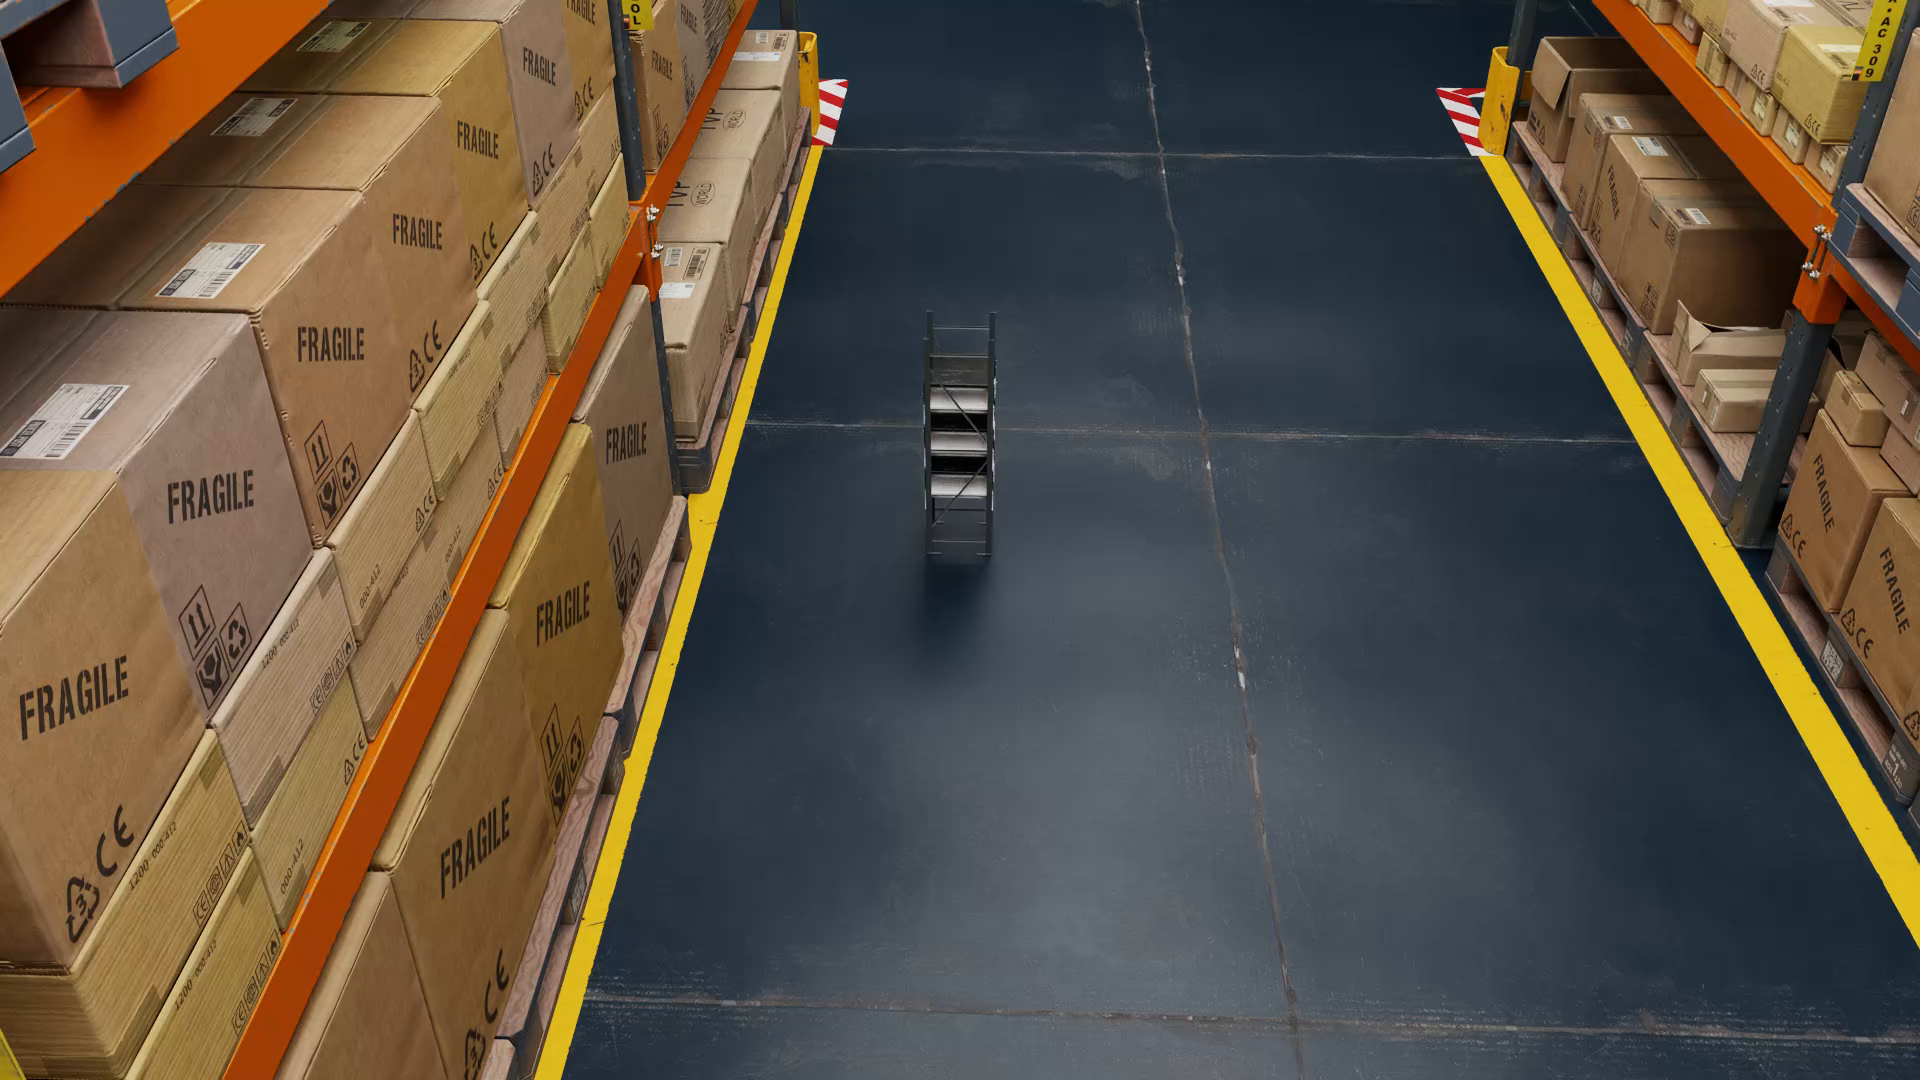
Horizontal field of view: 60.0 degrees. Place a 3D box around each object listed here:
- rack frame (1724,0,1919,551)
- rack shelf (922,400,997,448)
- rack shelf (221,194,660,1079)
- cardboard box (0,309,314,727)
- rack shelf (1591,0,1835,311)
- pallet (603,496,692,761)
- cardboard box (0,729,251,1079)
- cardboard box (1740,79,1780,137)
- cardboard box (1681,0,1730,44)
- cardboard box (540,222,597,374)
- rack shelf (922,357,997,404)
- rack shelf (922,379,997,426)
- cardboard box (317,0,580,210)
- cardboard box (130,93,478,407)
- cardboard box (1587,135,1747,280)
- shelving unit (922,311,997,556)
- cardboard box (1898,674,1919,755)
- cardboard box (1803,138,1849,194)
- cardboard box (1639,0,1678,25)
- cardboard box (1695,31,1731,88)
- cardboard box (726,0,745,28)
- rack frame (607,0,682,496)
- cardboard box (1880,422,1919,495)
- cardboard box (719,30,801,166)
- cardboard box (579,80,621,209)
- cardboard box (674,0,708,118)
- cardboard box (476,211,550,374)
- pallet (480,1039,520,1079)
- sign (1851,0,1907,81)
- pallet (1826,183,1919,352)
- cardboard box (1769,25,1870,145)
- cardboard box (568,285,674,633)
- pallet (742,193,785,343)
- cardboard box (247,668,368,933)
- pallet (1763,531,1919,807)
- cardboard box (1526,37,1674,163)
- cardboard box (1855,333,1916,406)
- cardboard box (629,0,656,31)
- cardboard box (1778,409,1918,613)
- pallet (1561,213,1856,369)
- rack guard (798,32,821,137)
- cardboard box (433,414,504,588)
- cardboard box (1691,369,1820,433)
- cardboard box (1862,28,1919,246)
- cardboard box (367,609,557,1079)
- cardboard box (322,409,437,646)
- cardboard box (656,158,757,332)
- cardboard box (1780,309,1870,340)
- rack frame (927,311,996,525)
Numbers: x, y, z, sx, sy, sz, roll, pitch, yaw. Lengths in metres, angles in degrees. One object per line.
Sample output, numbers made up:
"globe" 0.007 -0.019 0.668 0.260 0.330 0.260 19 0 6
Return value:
"rack frame" 3.392 -1.214 5.369 1.000 3.000 0.127 1 35 2
"rack shelf" 0.000 -0.419 5.965 0.258 0.077 0.200 1 35 2
"rack shelf" -1.648 0.117 4.101 1.077 0.370 4.000 1 35 2
"cardboard box" -1.454 -0.041 2.744 0.500 0.500 0.500 1 35 2
"rack shelf" 3.472 -2.069 7.211 1.077 0.370 4.000 1 35 2
"pallet" -1.524 0.259 5.698 1.003 0.211 1.213 1 35 2
"cardboard box" -1.462 0.543 2.565 0.500 0.250 0.500 1 35 2
"cardboard box" 3.127 -1.600 6.137 0.380 0.149 0.250 2 35 3
"cardboard box" 3.207 -2.147 6.568 0.500 0.250 0.500 1 35 2
"cardboard box" -1.356 -0.709 4.781 0.500 0.250 0.500 1 35 1
"rack shelf" 0.000 -0.566 5.862 0.258 0.077 0.200 1 35 2
"rack shelf" 0.000 -0.493 5.914 0.258 0.077 0.200 1 35 2
"cardboard box" -1.348 -1.217 4.416 0.500 0.500 0.500 2 35 3
"cardboard box" -1.394 -0.628 3.579 0.500 0.500 0.500 2 35 3
"cardboard box" 3.239 -1.521 7.614 0.500 0.500 0.500 2 35 3
"shelving unit" 0.000 -0.373 5.998 0.258 0.900 0.210 1 35 2
"cardboard box" 3.112 0.502 4.735 0.500 0.500 0.500 0 35 0
"cardboard box" 3.152 -1.300 5.710 0.380 0.149 0.250 2 35 3
"cardboard box" 3.174 -2.336 7.184 0.380 0.149 0.250 2 35 3
"cardboard box" 3.147 -1.898 6.560 0.380 0.149 0.250 1 35 1
"cardboard box" -1.216 -2.502 7.114 0.500 0.500 0.500 2 35 3
"rack frame" -1.568 -1.327 5.529 1.000 3.000 0.127 1 35 2
"cardboard box" 3.178 -0.268 5.267 0.380 0.149 0.250 0 35 1
"cardboard box" -1.334 -2.367 8.872 0.875 0.438 0.875 0 35 0
"cardboard box" -1.343 -1.211 5.060 0.500 0.250 0.500 1 35 2
"cardboard box" -1.263 -1.920 6.287 0.500 0.500 0.500 2 35 2
"cardboard box" -1.370 -0.626 4.228 0.500 0.250 0.500 2 35 3
"pallet" -1.622 1.661 3.703 1.003 0.211 1.213 1 35 2
"sign" 2.849 -1.577 5.132 0.100 0.325 0.005 1 35 2
"pallet" 3.251 -0.679 4.774 1.003 0.211 1.213 1 35 2
"cardboard box" 3.169 -1.573 5.751 0.500 0.250 0.500 2 35 3
"cardboard box" -1.513 -0.271 5.510 0.875 0.875 0.875 2 35 3
"pallet" -1.413 -1.324 7.950 1.003 0.211 1.213 1 35 2
"cardboard box" -1.455 0.462 3.114 0.500 0.250 0.500 0 35 1
"pallet" 3.397 0.395 5.505 1.003 0.211 1.213 1 35 2
"cardboard box" 3.433 -2.314 8.739 0.797 0.503 0.637 0 35 0
"cardboard box" 3.172 -0.549 5.408 0.380 0.149 0.250 1 35 1
"cardboard box" -1.307 -2.045 5.594 0.500 0.500 0.500 2 35 2
"cardboard box" 3.148 -0.091 5.579 0.500 0.500 0.500 3 35 4
"pallet" 3.467 -1.171 7.732 1.003 0.211 1.213 1 35 2
"rack guard" -1.406 -2.616 9.537 1.175 0.500 0.348 1 35 2
"cardboard box" -1.411 -0.123 3.947 0.500 0.250 0.500 1 35 2
"cardboard box" 3.121 -0.547 6.533 0.380 0.149 0.250 0 35 0
"cardboard box" 3.149 -1.154 4.831 0.700 0.500 0.500 2 35 3
"cardboard box" -1.578 0.762 4.040 0.875 0.875 0.875 2 35 2
"cardboard box" -1.407 -0.040 3.394 0.500 0.250 0.500 1 35 2
"cardboard box" -1.400 -1.323 7.387 0.875 0.438 0.875 0 35 0
"cardboard box" 3.672 -0.843 6.955 0.380 0.149 0.250 1 35 1
"rack frame" 0.004 -0.431 6.081 0.240 0.900 0.006 1 35 2
